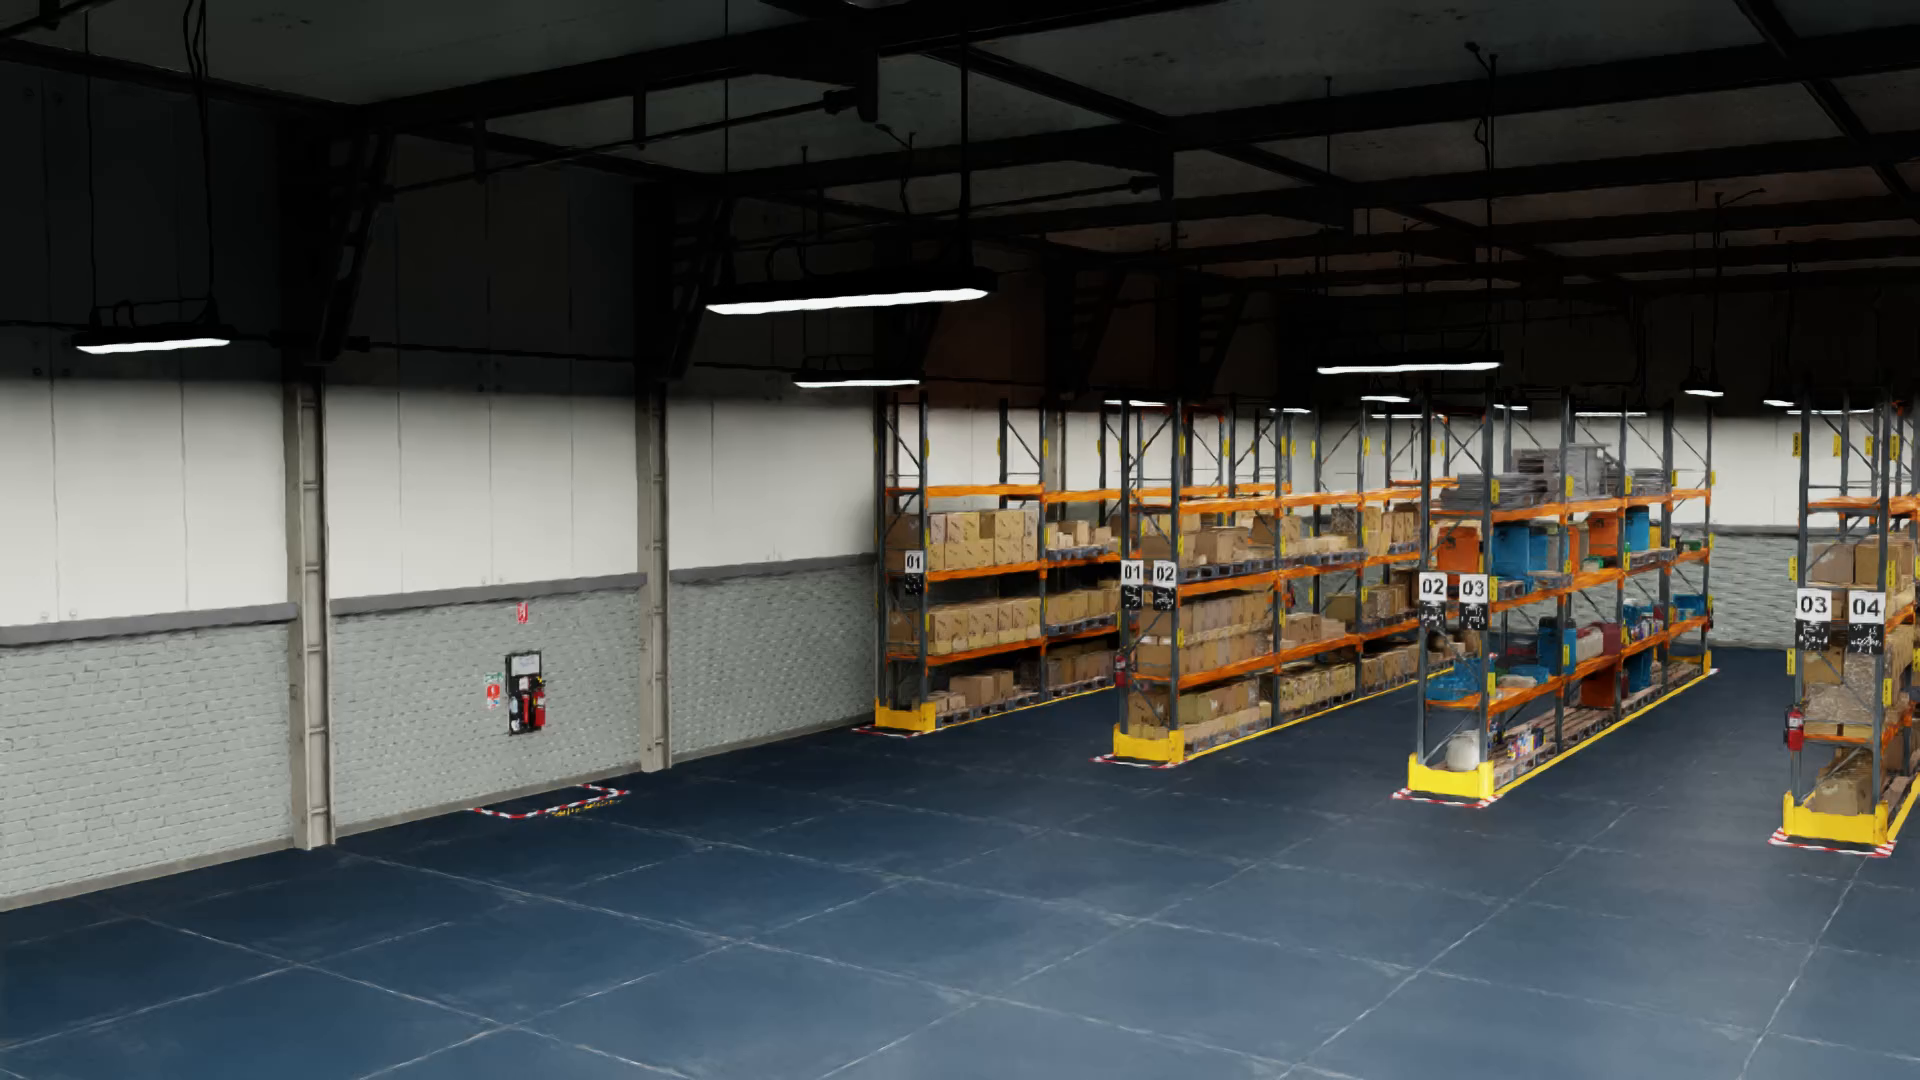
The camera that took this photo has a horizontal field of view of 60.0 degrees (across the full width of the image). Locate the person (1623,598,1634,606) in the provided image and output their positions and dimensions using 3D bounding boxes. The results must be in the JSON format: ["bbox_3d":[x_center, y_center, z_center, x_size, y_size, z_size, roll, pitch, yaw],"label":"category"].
[{"bbox_3d":[14.220,2.122,35.601,0.639,1.780,0.547,-3,4,-39],"label":"person"}]

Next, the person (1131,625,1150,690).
[{"bbox_3d":[3.550,2.394,32.267,0.446,1.604,1.016,2,4,26],"label":"person"}]
